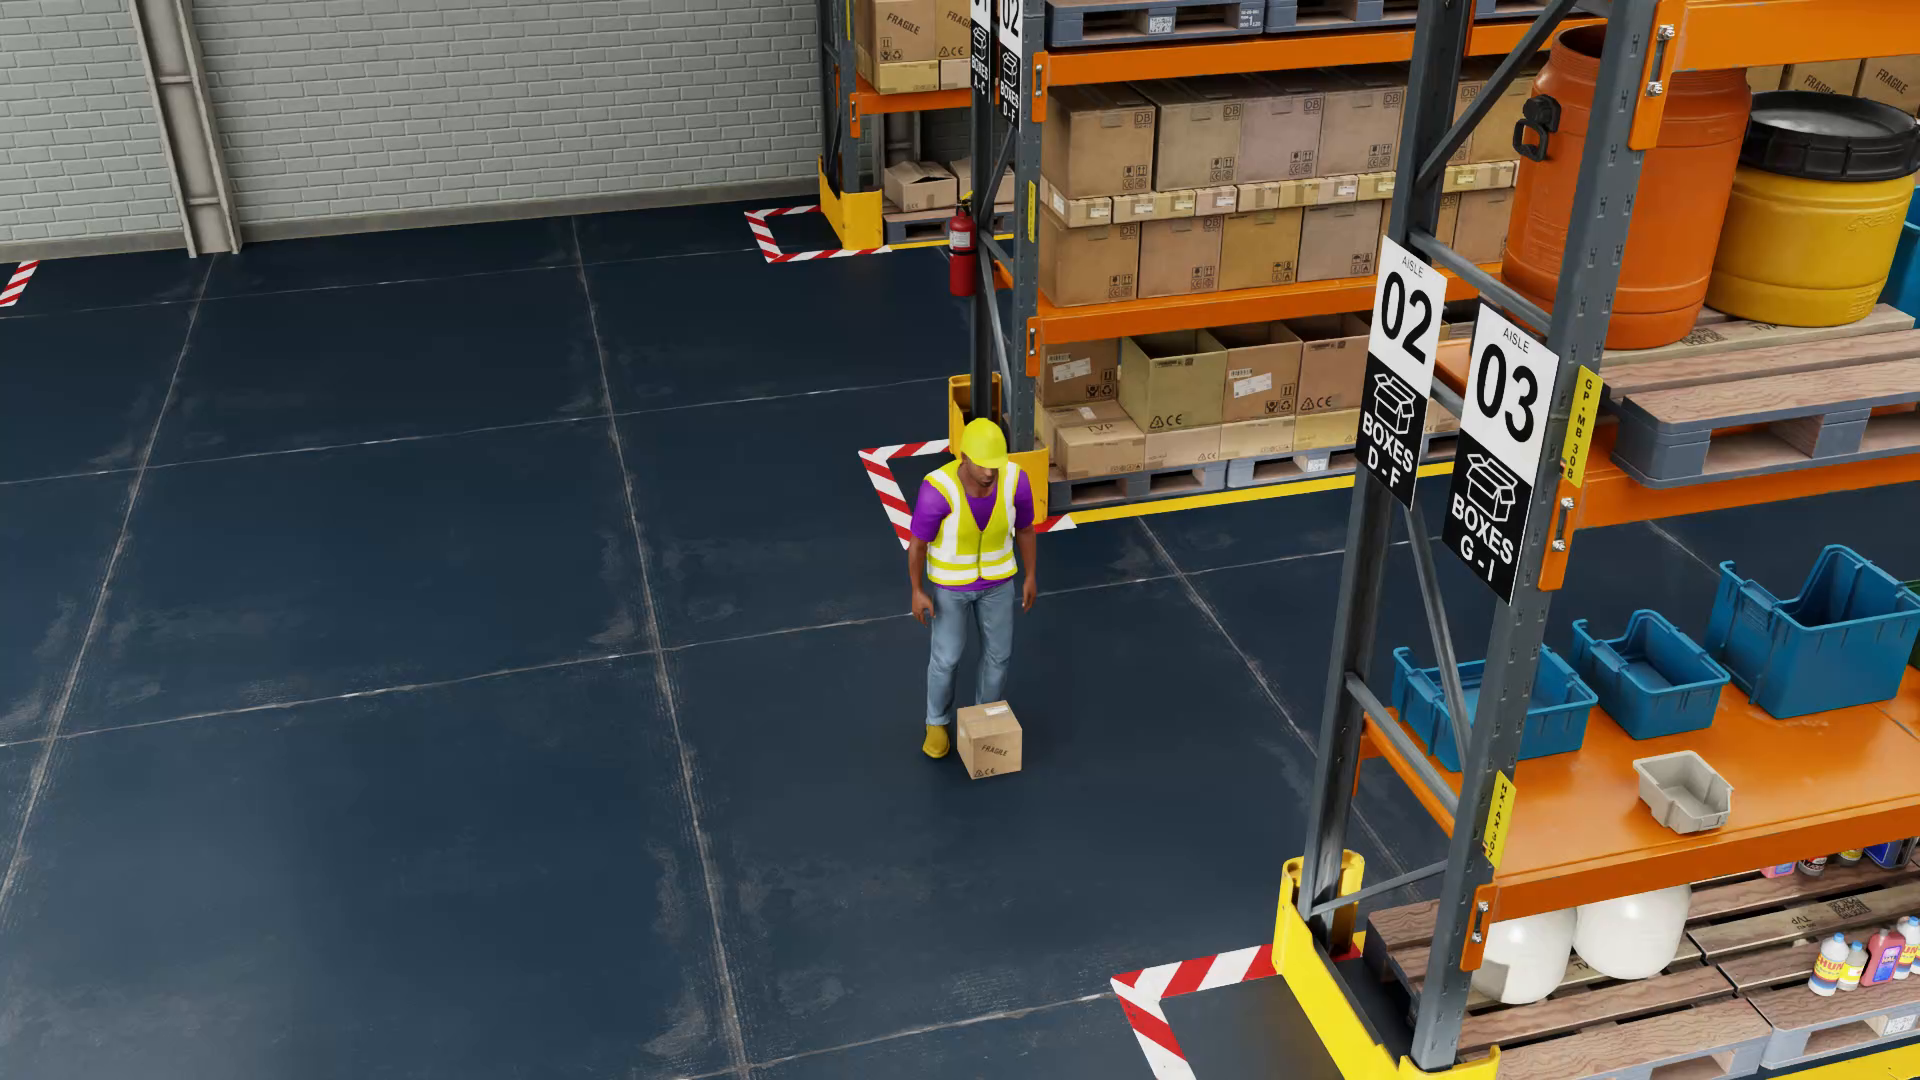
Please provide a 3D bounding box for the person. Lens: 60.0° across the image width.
[{"bbox_3d":[0.069,0.208,7.863,0.627,1.761,0.460,-8,31,-13],"label":"person"}]
